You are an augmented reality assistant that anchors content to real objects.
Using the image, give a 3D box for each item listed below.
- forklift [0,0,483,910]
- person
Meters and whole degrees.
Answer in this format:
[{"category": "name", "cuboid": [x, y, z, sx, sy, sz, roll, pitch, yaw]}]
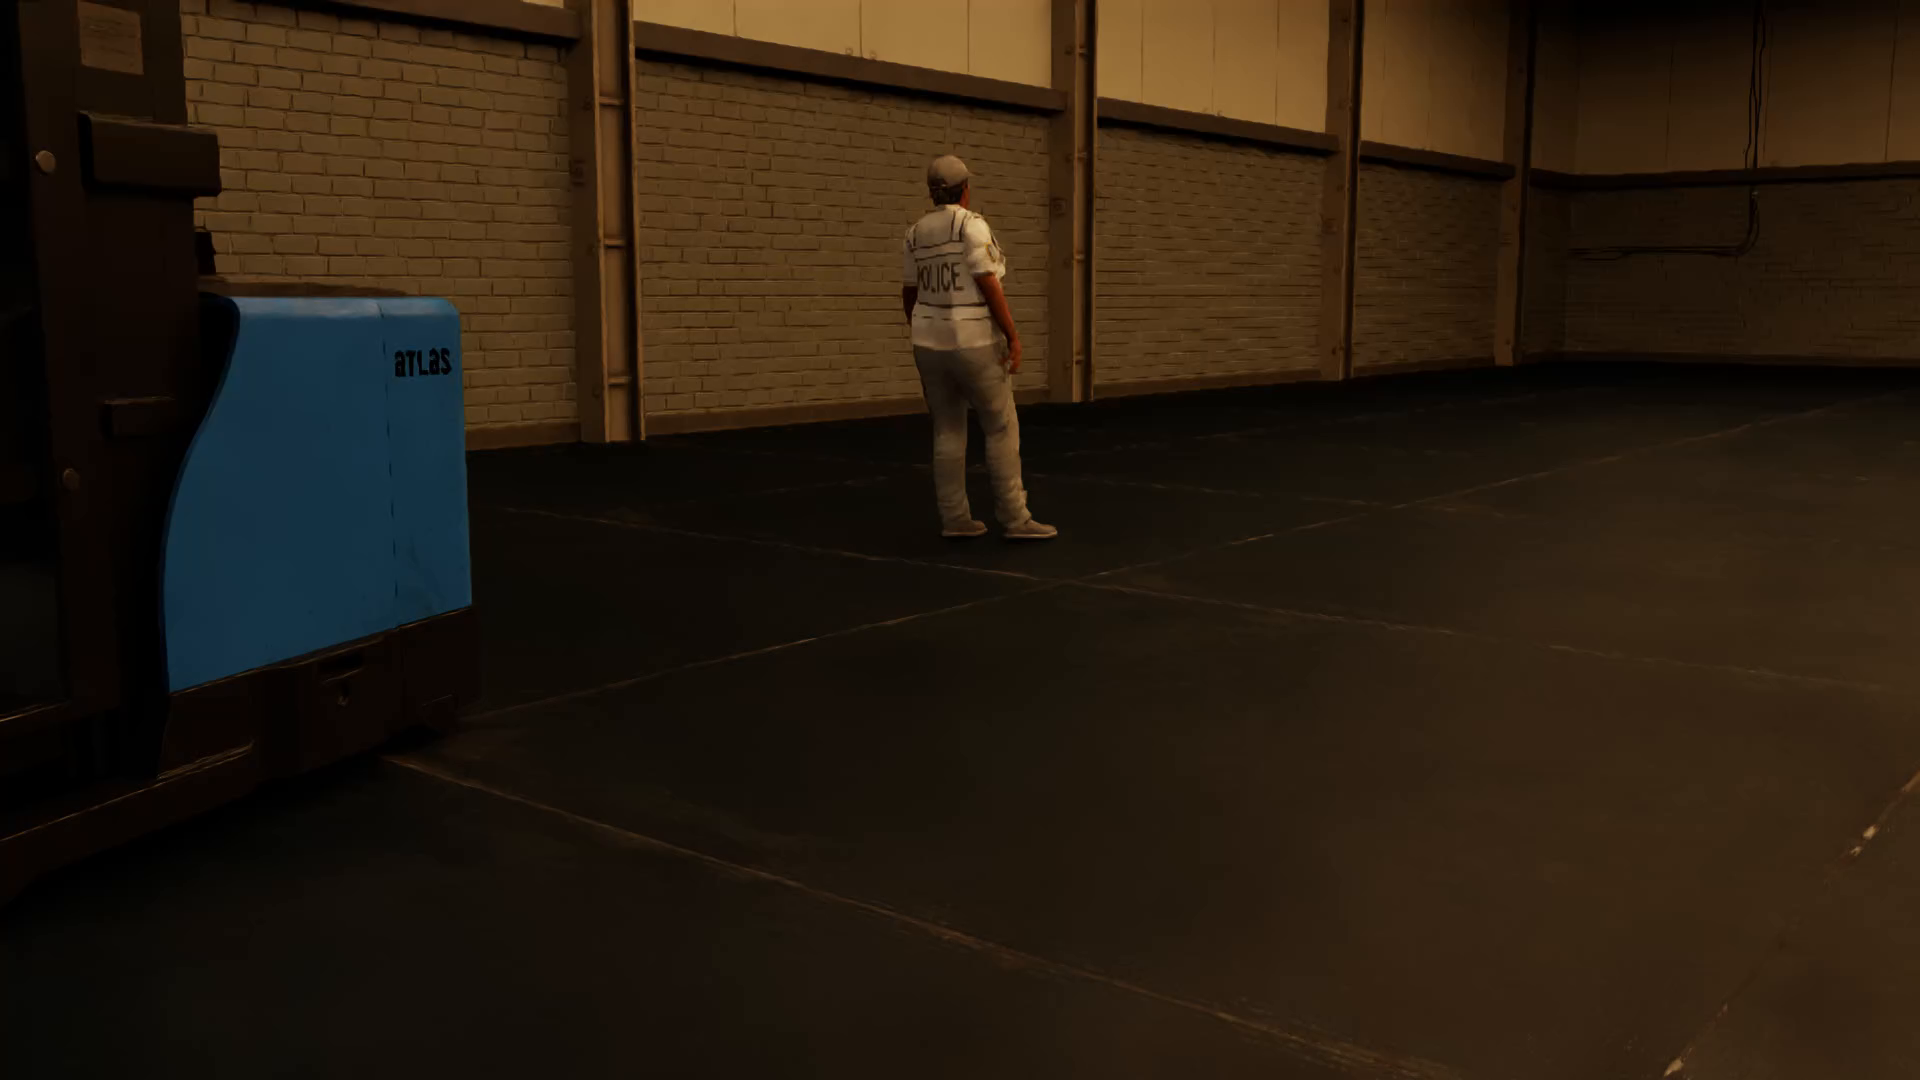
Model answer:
[{"category": "forklift", "cuboid": [-2.163, -0.807, 2.797, 1.130, 2.935, 3.031, 3, 9, 19]}, {"category": "person", "cuboid": [0.066, -0.838, 7.328, 0.598, 1.669, 0.529, 7, 11, 38]}]
